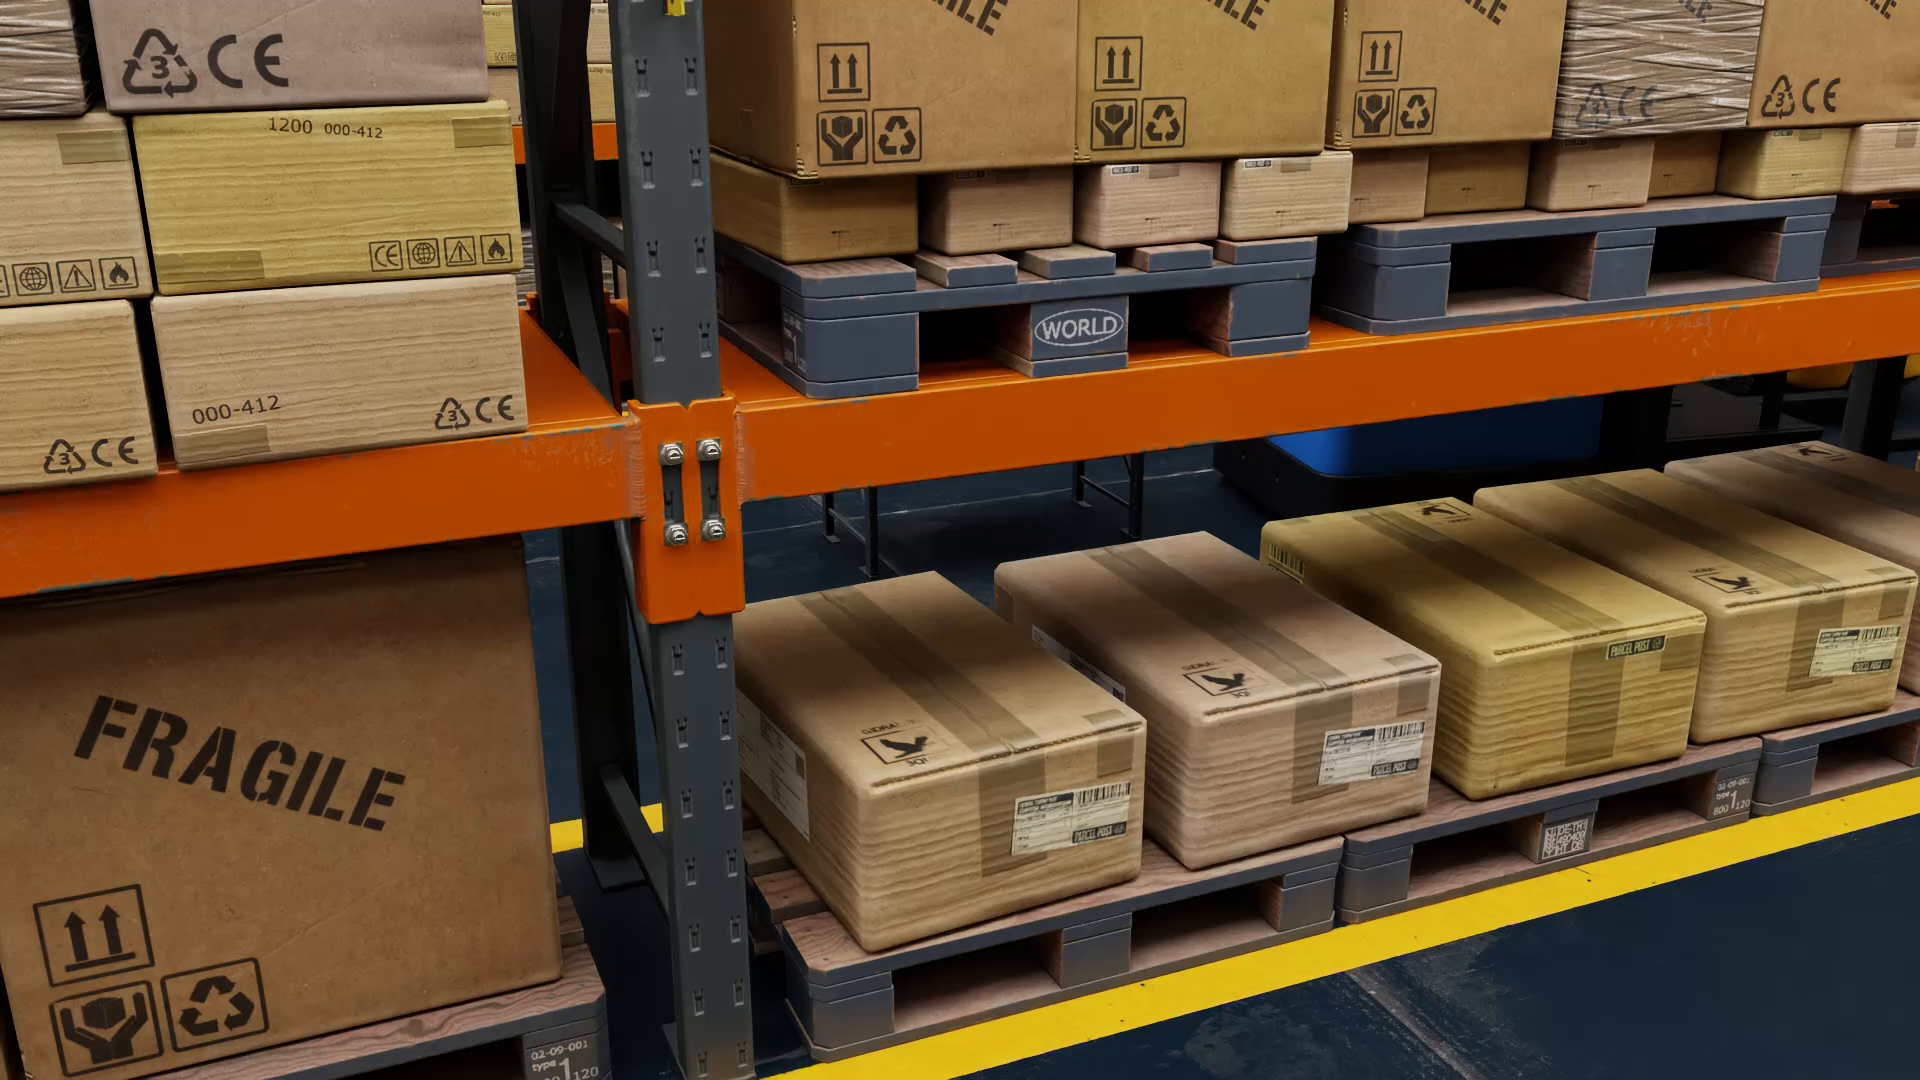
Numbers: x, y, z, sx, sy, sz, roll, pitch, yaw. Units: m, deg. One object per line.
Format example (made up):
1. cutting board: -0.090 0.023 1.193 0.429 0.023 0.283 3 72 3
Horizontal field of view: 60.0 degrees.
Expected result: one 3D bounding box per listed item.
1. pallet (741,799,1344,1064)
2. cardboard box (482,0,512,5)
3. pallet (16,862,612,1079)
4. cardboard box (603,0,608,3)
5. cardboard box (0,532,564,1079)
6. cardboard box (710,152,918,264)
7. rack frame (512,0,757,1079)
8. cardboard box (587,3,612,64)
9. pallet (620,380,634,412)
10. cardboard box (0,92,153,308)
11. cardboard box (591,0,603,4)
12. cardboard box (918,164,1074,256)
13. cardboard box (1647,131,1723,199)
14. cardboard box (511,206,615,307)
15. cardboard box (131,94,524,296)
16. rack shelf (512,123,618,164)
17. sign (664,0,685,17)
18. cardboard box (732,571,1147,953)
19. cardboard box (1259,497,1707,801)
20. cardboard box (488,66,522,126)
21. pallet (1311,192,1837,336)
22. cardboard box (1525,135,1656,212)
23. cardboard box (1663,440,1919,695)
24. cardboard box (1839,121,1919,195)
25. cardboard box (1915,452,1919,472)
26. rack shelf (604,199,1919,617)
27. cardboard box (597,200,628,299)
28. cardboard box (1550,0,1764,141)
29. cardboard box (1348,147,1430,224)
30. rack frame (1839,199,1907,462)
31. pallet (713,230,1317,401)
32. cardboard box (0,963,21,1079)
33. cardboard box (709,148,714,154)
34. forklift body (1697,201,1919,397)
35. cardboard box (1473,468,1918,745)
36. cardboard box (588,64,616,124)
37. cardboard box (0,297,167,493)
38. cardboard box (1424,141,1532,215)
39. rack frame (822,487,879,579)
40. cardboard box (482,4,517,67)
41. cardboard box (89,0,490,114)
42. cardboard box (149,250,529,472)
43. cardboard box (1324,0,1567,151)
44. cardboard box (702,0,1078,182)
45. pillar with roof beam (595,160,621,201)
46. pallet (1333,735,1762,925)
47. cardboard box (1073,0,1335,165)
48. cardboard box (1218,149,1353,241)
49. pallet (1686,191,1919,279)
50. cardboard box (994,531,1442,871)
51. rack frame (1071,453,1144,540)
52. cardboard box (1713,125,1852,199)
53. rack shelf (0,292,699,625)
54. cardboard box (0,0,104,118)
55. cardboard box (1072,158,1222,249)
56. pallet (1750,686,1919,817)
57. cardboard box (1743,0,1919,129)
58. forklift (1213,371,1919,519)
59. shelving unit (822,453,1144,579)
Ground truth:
1. pallet: 0.080 0.673 3.793 1.213 0.211 1.003 -8 21 -22
2. cardboard box: -1.954 -2.394 7.177 0.250 0.149 0.380 -8 21 -21
3. pallet: -1.392 0.856 3.273 1.213 0.211 1.003 -8 21 -22
4. cardboard box: -1.493 -2.474 7.404 0.250 0.149 0.380 -8 21 -21
5. cardboard box: -1.306 0.330 3.136 0.875 0.875 0.875 -8 21 -22
6. cardboard box: -0.266 -0.606 2.972 0.250 0.149 0.380 -9 22 -25
7. rack frame: -0.639 -0.540 3.039 0.127 3.000 1.000 -8 21 -22
8. cardboard box: -1.644 -2.268 7.419 0.500 0.250 0.500 -7 21 -20
9. pallet: -1.837 -0.834 8.074 1.213 0.211 1.003 -8 21 -22
10. cardboard box: -1.452 -0.495 2.385 0.500 0.250 0.500 -9 21 -23
11. cardboard box: -1.728 -2.436 7.295 0.250 0.149 0.380 -8 21 -20
12. cardboard box: 0.006 -0.633 3.048 0.250 0.149 0.380 -10 22 -25
13. cardboard box: 1.446 -0.861 3.696 0.250 0.149 0.380 -9 21 -24
14. cardboard box: -2.030 -1.209 7.883 0.625 0.625 0.875 -7 21 -20
15. cardboard box: -0.983 -0.564 2.580 0.500 0.250 0.500 -8 21 -22
16. rack shelf: -0.772 -1.977 8.203 4.000 0.370 1.077 -8 21 -22
17. sign: -0.416 -0.917 2.367 0.005 0.325 0.100 -8 21 -22
18. cardboard box: -0.116 0.430 3.608 0.625 0.372 0.950 -10 22 -26
19. cardboard box: 1.257 0.233 4.169 0.625 0.372 0.950 -7 21 -20
20. cardboard box: -2.104 -1.966 7.316 0.500 0.250 0.500 -8 21 -22
21. pallet: 1.163 -0.722 3.846 1.213 0.211 1.003 -8 21 -22
22. cardboard box: 1.237 -0.803 3.533 0.250 0.149 0.380 -7 21 -20
23. cardboard box: 2.554 0.045 4.702 0.625 0.372 0.950 -8 21 -21
24. cardboard box: 1.967 -0.885 3.765 0.250 0.149 0.380 -8 21 -21
25. cardboard box: 3.471 -0.127 5.374 0.500 0.250 0.500 -7 21 -19
26. rack shelf: 1.198 -0.464 3.906 4.000 0.370 1.077 -8 21 -22
27. cardboard box: -1.433 -1.297 8.134 0.625 0.625 0.875 -7 21 -20
28. cardboard box: 1.289 -1.120 3.456 0.500 0.500 0.500 -9 21 -24
29. cardboard box: 0.727 -0.740 3.353 0.250 0.149 0.380 -7 21 -19
30. rack frame: 3.034 -1.066 4.534 0.127 3.000 1.000 -8 21 -22
31. pallet: -0.026 -0.576 3.430 1.003 0.211 1.213 -8 21 -22
32. cardboard box: -2.126 0.446 2.807 0.875 0.875 0.875 -8 21 -21
33. cardboard box: -0.431 -0.734 3.337 0.250 0.149 0.380 -7 21 -20
34. forklift body: 3.719 -1.899 8.178 1.214 2.155 2.313 -8 21 -22
35. cardboard box: 1.895 0.141 4.431 0.625 0.372 0.950 -7 21 -19
36. cardboard box: -1.640 -2.031 7.499 0.500 0.250 0.500 -9 21 -23
37. cardboard box: -1.463 -0.252 2.446 0.500 0.250 0.500 -8 21 -21
38. cardboard box: 0.971 -0.789 3.492 0.250 0.149 0.380 -7 21 -20
39. rack frame: -0.388 -0.652 5.615 0.032 1.500 0.500 -8 21 -22
40. cardboard box: -2.094 -2.194 7.211 0.500 0.250 0.500 -8 21 -22
41. cardboard box: -1.010 -0.911 2.437 0.500 0.500 0.500 -9 21 -23
42. cardboard box: -1.000 -0.324 2.650 0.500 0.250 0.500 -9 21 -24
43. cardboard box: 0.827 -1.057 3.276 0.500 0.500 0.500 -8 21 -21
44. cardboard box: -0.134 -0.914 2.871 0.500 0.500 0.500 -9 21 -23
45. pillar with roof beam: -0.063 -4.016 3.880 0.400 9.000 9.100 -8 21 -22
46. pallet: 1.198 0.514 4.245 1.213 0.211 1.003 -8 21 -22
47. cardboard box: 0.342 -0.985 3.072 0.500 0.500 0.500 -7 21 -19
48. cardboard box: 0.537 -0.684 3.195 0.250 0.149 0.380 -8 21 -22
49. pallet: 2.275 -0.920 4.406 1.213 0.211 1.003 -8 21 -22
50. cardboard box: 0.559 0.331 3.891 0.625 0.372 0.950 -9 21 -23
51. rack frame: 0.545 -0.786 5.995 0.032 1.500 0.500 -8 21 -22
52. cardboard box: 1.729 -0.864 3.706 0.250 0.149 0.380 -8 21 -22
53. rack shelf: -2.475 0.062 2.411 4.000 0.370 1.077 -8 21 -22
54. cardboard box: -1.477 -0.841 2.238 0.500 0.500 0.500 -8 21 -21
55. cardboard box: 0.276 -0.655 3.110 0.250 0.149 0.380 -10 22 -25
56. pallet: 2.320 0.352 4.705 1.213 0.211 1.003 -8 21 -22
57. cardboard box: 1.770 -1.189 3.653 0.500 0.500 0.500 -7 21 -20
58. forklift: 2.583 -1.587 6.115 3.031 2.935 1.130 -5 20 -13
59. shelving unit: 0.078 -0.719 5.805 1.048 1.500 0.538 -8 21 -22
